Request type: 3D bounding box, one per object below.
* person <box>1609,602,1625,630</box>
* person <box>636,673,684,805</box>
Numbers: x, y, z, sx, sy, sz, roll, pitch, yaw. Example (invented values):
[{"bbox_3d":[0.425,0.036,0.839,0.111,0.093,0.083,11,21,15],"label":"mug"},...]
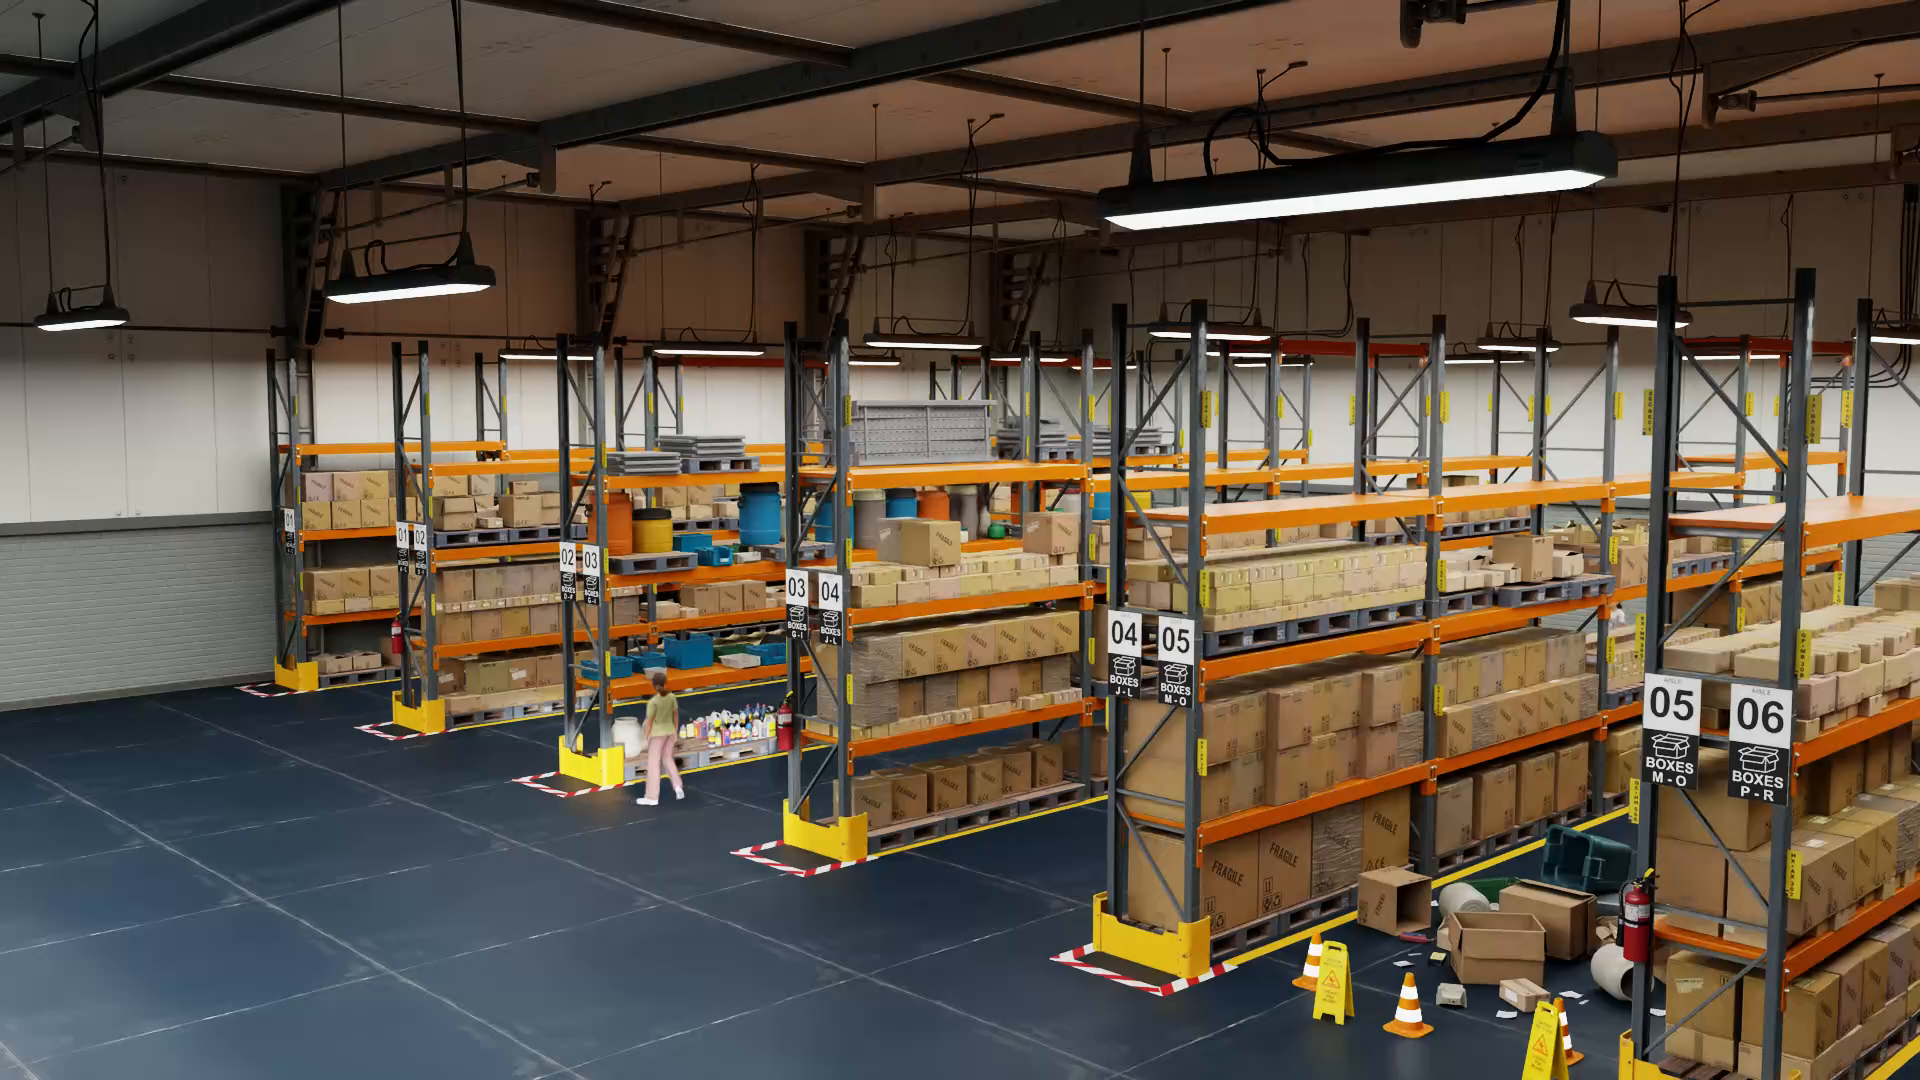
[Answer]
[{"bbox_3d":[11.693,1.784,29.758,0.437,1.621,1.064,4,7,42],"label":"person"},{"bbox_3d":[-3.783,2.499,21.053,0.486,1.677,0.552,3,6,32],"label":"person"}]
